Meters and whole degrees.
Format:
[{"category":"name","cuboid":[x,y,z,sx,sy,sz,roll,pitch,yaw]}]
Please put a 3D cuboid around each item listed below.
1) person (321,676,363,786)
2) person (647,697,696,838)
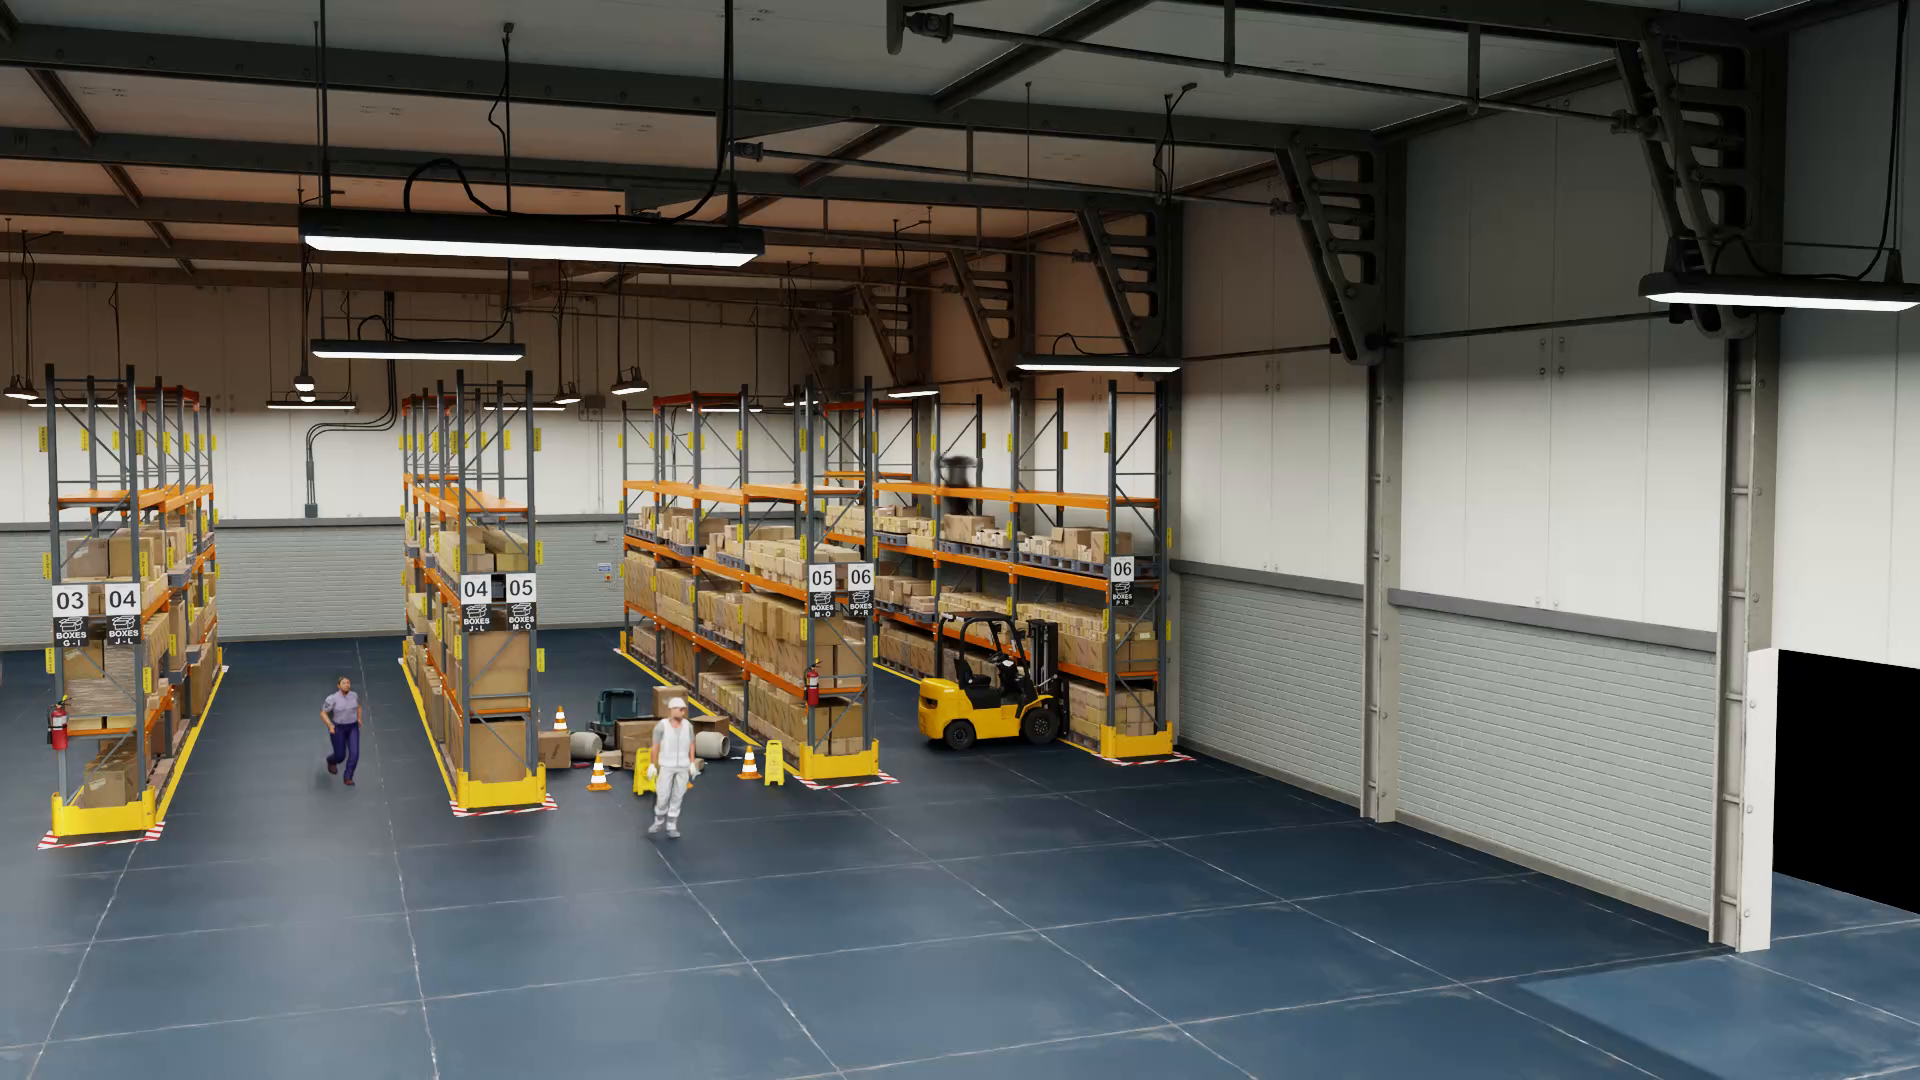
[{"category":"person","cuboid":[-9.048,2.792,24.384,0.614,1.586,0.649,-3,4,-41]},{"category":"person","cuboid":[-3.650,2.870,21.027,0.610,1.779,0.432,-2,4,-31]}]
